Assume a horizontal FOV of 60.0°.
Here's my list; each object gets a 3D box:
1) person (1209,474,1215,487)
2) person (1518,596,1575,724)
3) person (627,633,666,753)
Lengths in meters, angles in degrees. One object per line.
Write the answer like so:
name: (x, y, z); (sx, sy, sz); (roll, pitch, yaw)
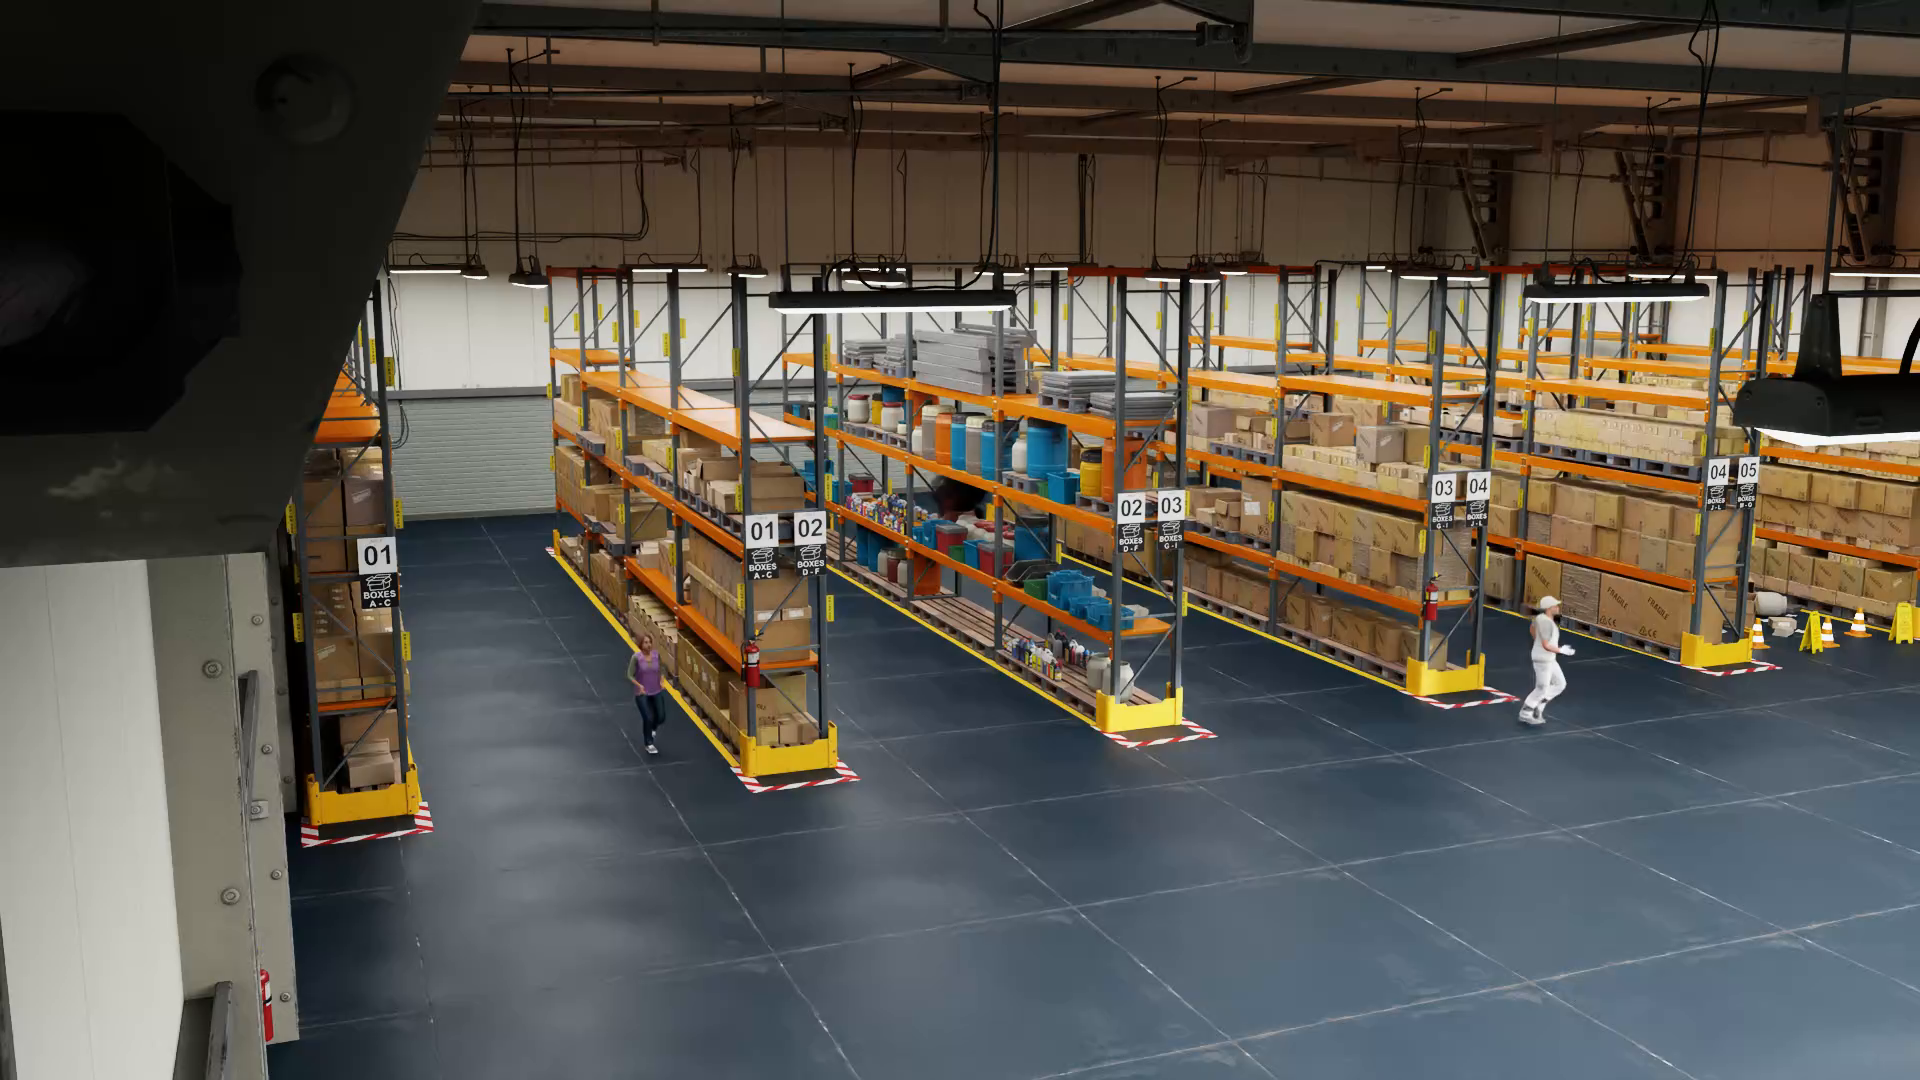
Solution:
person: (6.294, -1.663, 41.638); (0.536, 1.576, 0.638); (5, 11, 27)
person: (7.887, 1.619, 22.294); (0.664, 1.777, 0.689); (4, 11, 23)
person: (-3.943, 1.941, 21.036); (0.512, 1.554, 0.530); (-5, 11, -28)
